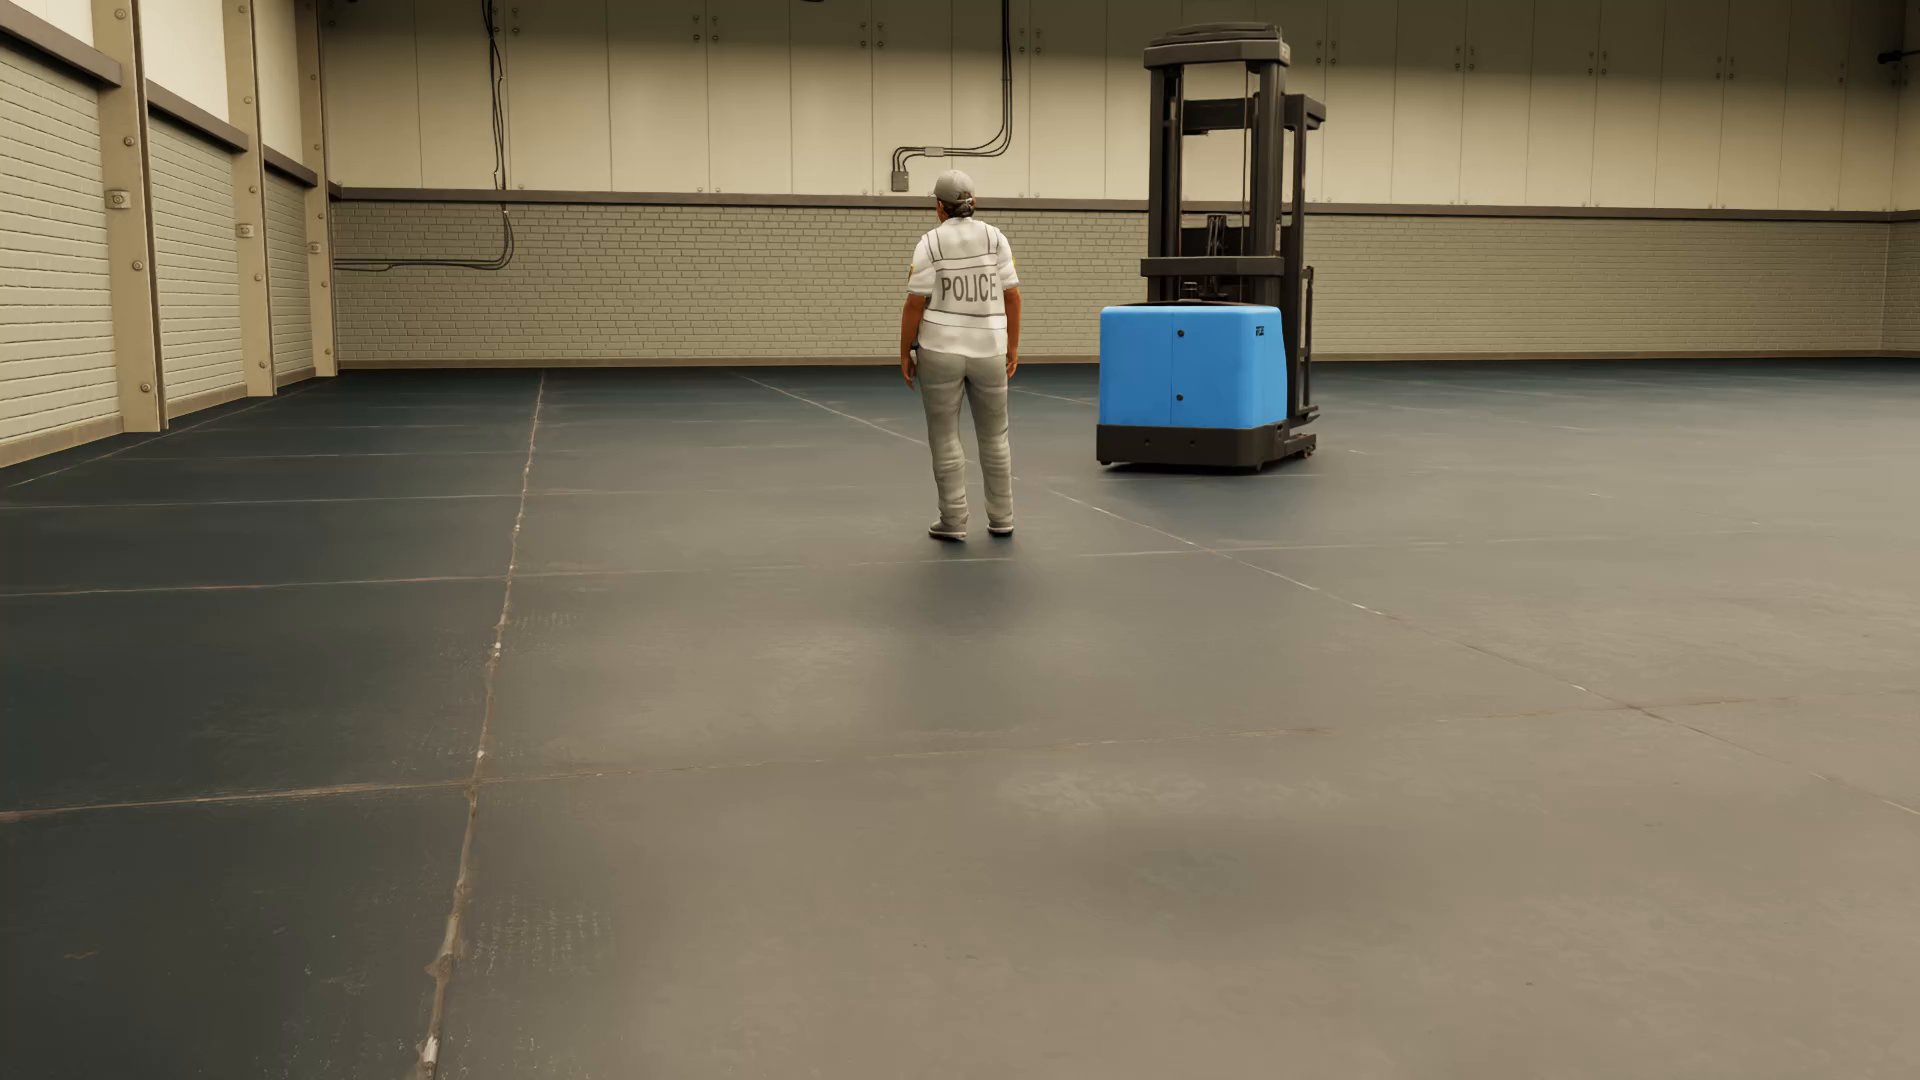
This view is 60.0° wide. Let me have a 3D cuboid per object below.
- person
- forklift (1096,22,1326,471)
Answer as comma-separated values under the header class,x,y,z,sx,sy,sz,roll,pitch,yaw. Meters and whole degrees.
class,x,y,z,sx,sy,sz,roll,pitch,yaw
person,0.004,-0.843,7.670,0.598,1.670,0.529,-2,8,-13
forklift,1.948,-2.058,11.836,1.130,2.935,3.031,3,9,23
